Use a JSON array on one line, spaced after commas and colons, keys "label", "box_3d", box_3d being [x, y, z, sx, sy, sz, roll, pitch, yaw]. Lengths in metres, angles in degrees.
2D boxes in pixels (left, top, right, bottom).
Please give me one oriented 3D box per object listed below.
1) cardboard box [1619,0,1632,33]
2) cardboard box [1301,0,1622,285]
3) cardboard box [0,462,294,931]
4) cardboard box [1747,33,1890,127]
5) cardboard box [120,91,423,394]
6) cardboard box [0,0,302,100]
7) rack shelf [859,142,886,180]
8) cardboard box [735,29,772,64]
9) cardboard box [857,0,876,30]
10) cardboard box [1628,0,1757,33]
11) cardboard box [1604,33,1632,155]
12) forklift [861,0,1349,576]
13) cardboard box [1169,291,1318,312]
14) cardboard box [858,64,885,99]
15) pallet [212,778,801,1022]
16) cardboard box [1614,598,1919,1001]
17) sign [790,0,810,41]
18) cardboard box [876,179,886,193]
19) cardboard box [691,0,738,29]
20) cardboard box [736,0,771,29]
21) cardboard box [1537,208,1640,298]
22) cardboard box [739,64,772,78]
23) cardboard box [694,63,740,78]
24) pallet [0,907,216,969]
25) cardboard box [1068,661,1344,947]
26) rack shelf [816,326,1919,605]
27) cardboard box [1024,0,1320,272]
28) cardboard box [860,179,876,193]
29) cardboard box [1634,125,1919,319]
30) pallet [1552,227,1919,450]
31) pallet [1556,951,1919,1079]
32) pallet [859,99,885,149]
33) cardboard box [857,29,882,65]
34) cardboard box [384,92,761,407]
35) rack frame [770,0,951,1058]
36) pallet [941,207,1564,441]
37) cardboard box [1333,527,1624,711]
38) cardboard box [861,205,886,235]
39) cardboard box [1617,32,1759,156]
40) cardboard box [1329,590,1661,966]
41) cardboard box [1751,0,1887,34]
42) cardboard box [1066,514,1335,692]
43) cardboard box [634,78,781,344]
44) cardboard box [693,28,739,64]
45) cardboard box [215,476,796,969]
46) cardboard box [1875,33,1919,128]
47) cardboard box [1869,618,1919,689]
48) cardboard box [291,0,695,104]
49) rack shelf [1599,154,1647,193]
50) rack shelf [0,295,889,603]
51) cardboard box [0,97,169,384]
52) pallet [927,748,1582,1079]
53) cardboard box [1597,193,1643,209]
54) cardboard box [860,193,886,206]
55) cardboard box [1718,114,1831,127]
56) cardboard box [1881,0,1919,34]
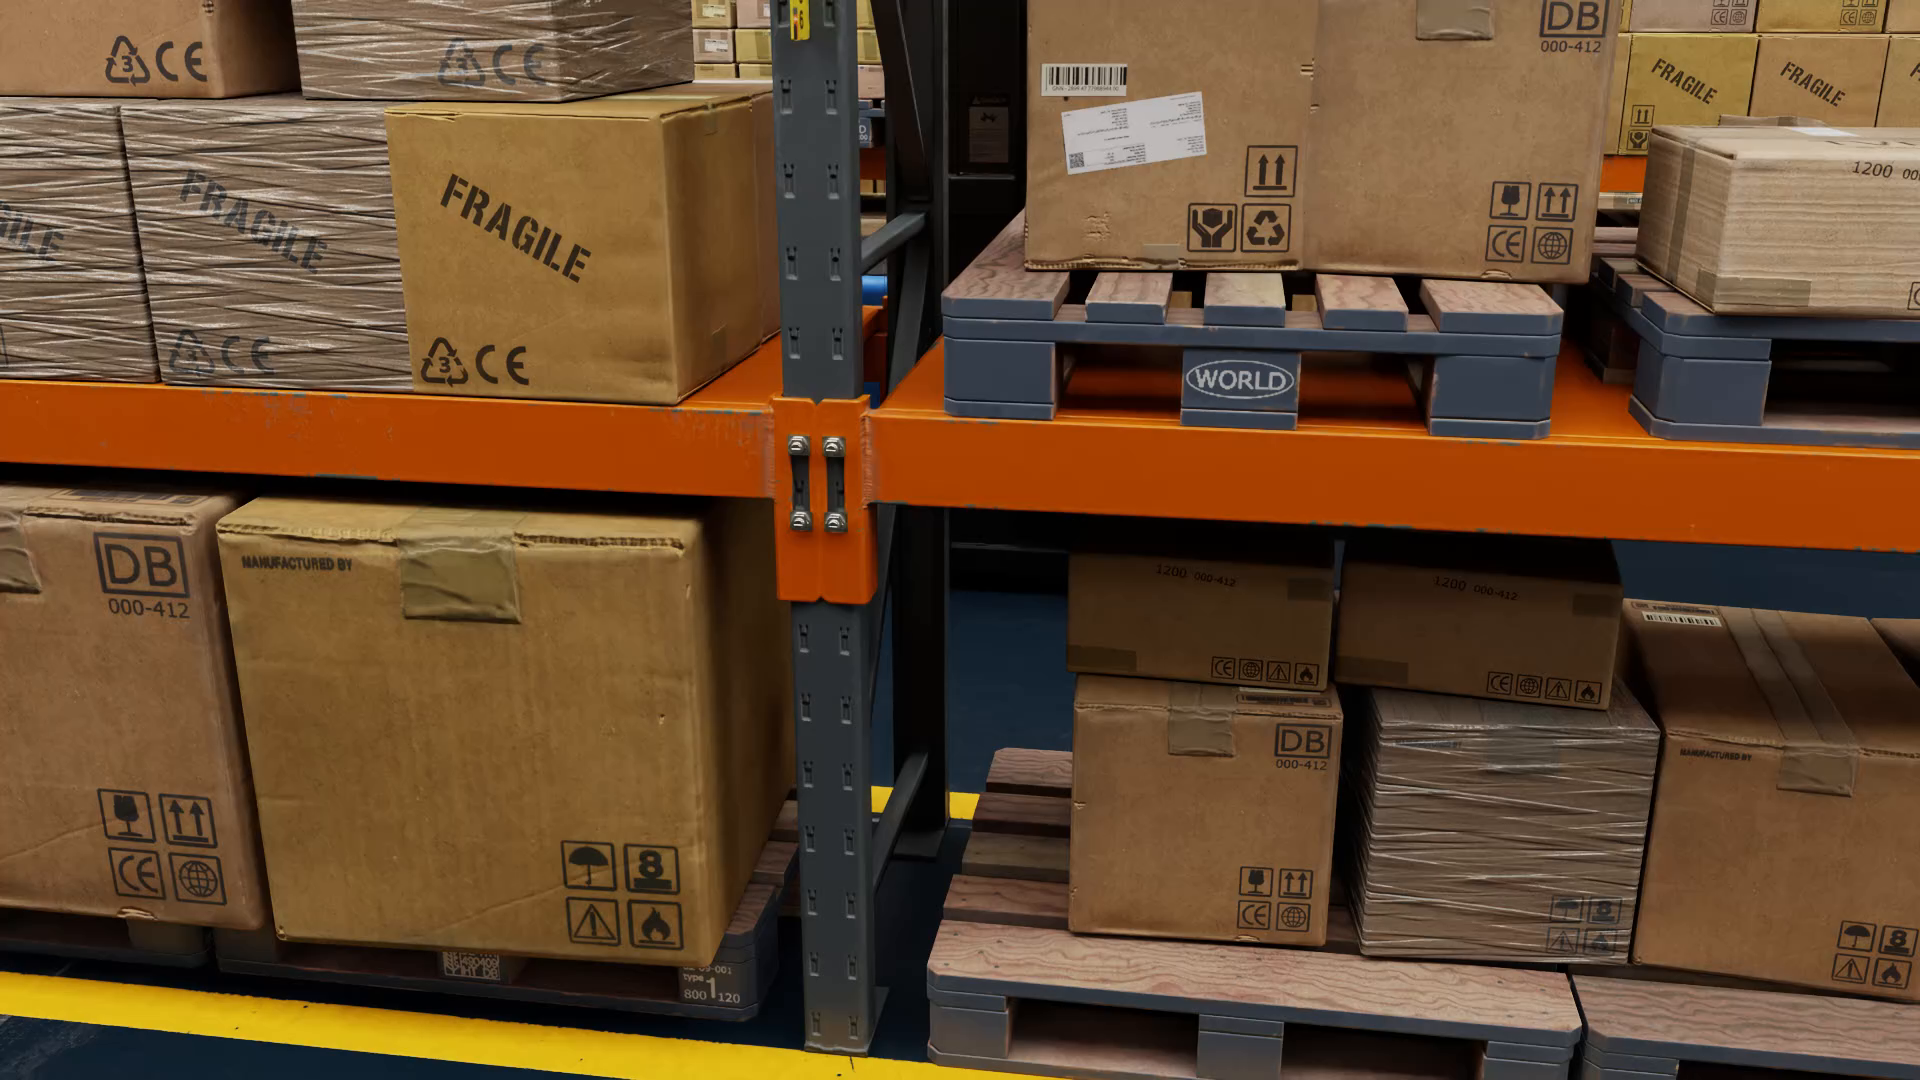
[{"label": "cardboard box", "box_3d": [2.674, -2.534, 7.416, 0.500, 0.500, 0.700, 3, 19, 8]}, {"label": "cardboard box", "box_3d": [0.941, -0.800, 3.148, 0.500, 0.500, 0.700, 6, 19, 17]}, {"label": "cardboard box", "box_3d": [-1.722, 0.155, 3.800, 0.875, 0.875, 1.225, 3, 19, 9]}, {"label": "cardboard box", "box_3d": [3.614, -1.928, 7.180, 0.500, 0.500, 0.500, 3, 19, 8]}, {"label": "cardboard box", "box_3d": [-1.183, -0.587, 3.172, 0.500, 0.500, 0.500, 3, 19, 8]}, {"label": "cardboard box", "box_3d": [-1.528, -1.164, 3.316, 0.637, 0.503, 0.797, 3, 19, 10]}, {"label": "rack shelf", "box_3d": [-1.254, -1.873, 8.309, 4.000, 0.370, 1.077, 3, 19, 9]}, {"label": "cardboard box", "box_3d": [-0.855, -2.269, 7.621, 0.250, 0.149, 0.380, 3, 19, 8]}, {"label": "cardboard box", "box_3d": [-0.342, -2.384, 7.496, 0.250, 0.149, 0.380, 4, 19, 10]}, {"label": "cardboard box", "box_3d": [3.172, -2.508, 7.339, 0.500, 0.500, 0.700, 3, 19, 9]}, {"label": "cardboard box", "box_3d": [2.613, -1.978, 7.330, 0.500, 0.500, 0.500, 3, 19, 8]}, {"label": "forklift", "box_3d": [0.649, -1.362, 5.753, 3.031, 2.935, 1.130, 2, 19, 7]}, {"label": "cardboard box", "box_3d": [1.308, -1.187, 8.008, 0.750, 0.750, 1.050, 3, 19, 8]}, {"label": "cardboard box", "box_3d": [-0.338, -2.101, 7.588, 0.250, 0.149, 0.380, 3, 19, 10]}, {"label": "pallet", "box_3d": [-0.932, 0.694, 3.896, 1.213, 0.211, 1.003, 3, 19, 9]}, {"label": "cardboard box", "box_3d": [1.610, 0.489, 3.359, 0.500, 0.500, 0.700, 5, 19, 13]}, {"label": "sign", "box_3d": [-0.250, -0.940, 2.561, 0.005, 0.325, 0.100, 3, 19, 9]}, {"label": "cardboard box", "box_3d": [-0.142, -2.968, 13.134, 0.875, 0.875, 0.875, 3, 19, 9]}, {"label": "cardboard box", "box_3d": [-1.112, -2.423, 7.614, 0.250, 0.149, 0.380, 4, 19, 11]}, {"label": "cardboard box", "box_3d": [-0.843, -2.410, 7.575, 0.250, 0.149, 0.380, 3, 19, 9]}, {"label": "cardboard box", "box_3d": [3.091, -1.098, 7.740, 0.750, 0.750, 1.050, 3, 19, 9]}, {"label": "cardboard box", "box_3d": [-0.849, -2.127, 7.668, 0.250, 0.149, 0.380, 2, 19, 6]}, {"label": "cardboard box", "box_3d": [-1.105, -2.141, 7.709, 0.250, 0.149, 0.380, 3, 19, 10]}, {"label": "pallet", "box_3d": [-2.133, 0.632, 4.082, 1.213, 0.211, 1.003, 3, 19, 9]}, {"label": "cardboard box", "box_3d": [0.499, 0.439, 3.510, 0.500, 0.500, 0.700, 2, 19, 6]}, {"label": "rack shelf", "box_3d": [1.809, -0.123, 3.078, 4.000, 0.370, 1.077, 3, 19, 9]}, {"label": "cardboard box", "box_3d": [0.374, -0.797, 3.139, 0.500, 0.500, 0.500, 1, 19, 2]}, {"label": "cardboard box", "box_3d": [-1.025, -3.014, 13.269, 0.875, 0.875, 0.875, 3, 19, 10]}, {"label": "cardboard box", "box_3d": [1.453, -0.537, 2.755, 0.500, 0.250, 0.500, 2, 19, 7]}, {"label": "pallet", "box_3d": [1.795, -0.387, 3.036, 1.213, 0.211, 1.003, 3, 19, 9]}, {"label": "pallet", "box_3d": [1.807, 0.859, 3.403, 1.213, 0.211, 1.003, 3, 19, 9]}, {"label": "pallet", "box_3d": [0.000, -2.025, 7.932, 1.003, 0.211, 1.213, 3, 19, 9]}, {"label": "cardboard box", "box_3d": [-0.363, -2.243, 7.543, 0.250, 0.149, 0.380, 3, 19, 10]}, {"label": "cardboard box", "box_3d": [-0.692, -0.560, 3.091, 0.500, 0.500, 0.500, 4, 19, 10]}, {"label": "rack frame", "box_3d": [-0.166, -0.565, 3.265, 0.127, 3.000, 1.000, 3, 19, 9]}, {"label": "pallet", "box_3d": [0.555, -0.472, 3.288, 1.003, 0.211, 1.213, 3, 19, 9]}, {"label": "cardboard box", "box_3d": [1.026, 0.104, 3.330, 0.500, 0.250, 0.500, 5, 19, 15]}, {"label": "cardboard box", "box_3d": [-0.496, -1.458, 8.028, 0.500, 0.250, 0.500, 3, 19, 9]}, {"label": "cardboard box", "box_3d": [3.115, -1.953, 7.256, 0.500, 0.500, 0.500, 3, 19, 9]}, {"label": "cardboard box", "box_3d": [1.049, 0.463, 3.438, 0.500, 0.500, 0.700, 1, 19, 4]}, {"label": "cardboard box", "box_3d": [3.671, -2.483, 7.262, 0.500, 0.500, 0.700, 3, 19, 8]}, {"label": "cardboard box", "box_3d": [0.501, 0.080, 3.400, 0.500, 0.250, 0.500, 4, 19, 11]}, {"label": "cardboard box", "box_3d": [-0.602, -0.722, 3.577, 0.500, 0.500, 0.500, 3, 19, 10]}, {"label": "cardboard box", "box_3d": [-1.113, -2.281, 7.660, 0.250, 0.149, 0.380, 3, 19, 10]}, {"label": "cardboard box", "box_3d": [-0.844, 0.202, 3.659, 0.875, 0.875, 1.225, 2, 19, 6]}, {"label": "cardboard box", "box_3d": [4.113, -1.903, 7.104, 0.500, 0.500, 0.500, 3, 19, 8]}, {"label": "cardboard box", "box_3d": [2.161, 0.517, 3.276, 0.500, 0.500, 0.700, 1, 19, 4]}, {"label": "cardboard box", "box_3d": [-0.885, -1.130, 3.215, 0.637, 0.503, 0.797, 4, 19, 11]}, {"label": "rack shelf", "box_3d": [2.696, -1.672, 7.707, 4.000, 0.370, 1.077, 3, 19, 9]}, {"label": "rack shelf", "box_3d": [-2.140, -0.325, 3.680, 4.000, 0.370, 1.077, 3, 19, 9]}, {"label": "cardboard box", "box_3d": [-1.697, -0.612, 3.247, 0.500, 0.500, 0.500, 2, 19, 7]}, {"label": "pallet", "box_3d": [0.606, 0.797, 3.588, 1.213, 0.211, 1.003, 3, 19, 9]}, {"label": "cardboard box", "box_3d": [4.837, -2.447, 12.369, 0.625, 0.372, 0.950, 3, 19, 9]}, {"label": "cardboard box", "box_3d": [-0.422, -1.619, 8.511, 0.500, 0.250, 0.500, 3, 19, 8]}, {"label": "cardboard box", "box_3d": [1.524, -0.701, 3.222, 0.258, 0.266, 0.396, 2, 19, 7]}, {"label": "cardboard box", "box_3d": [4.179, -2.457, 7.187, 0.500, 0.500, 0.700, 3, 19, 8]}]
